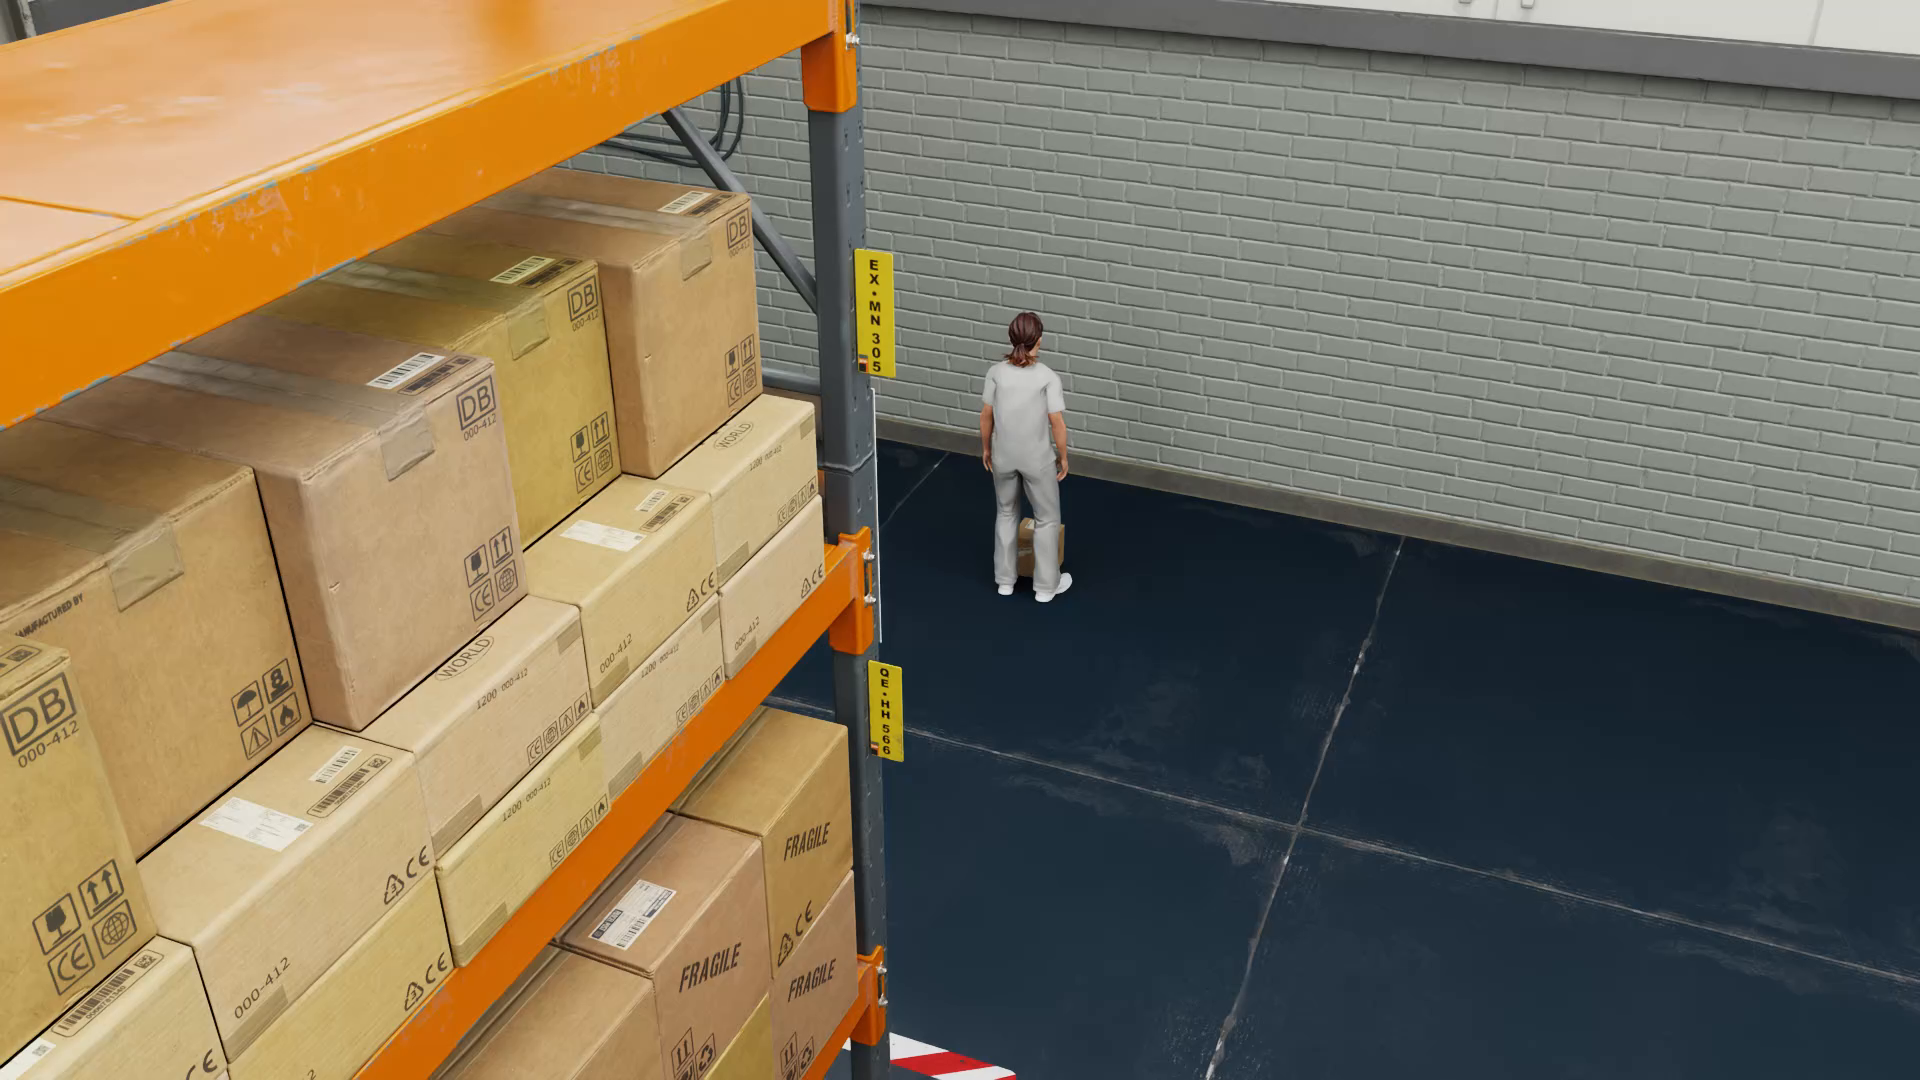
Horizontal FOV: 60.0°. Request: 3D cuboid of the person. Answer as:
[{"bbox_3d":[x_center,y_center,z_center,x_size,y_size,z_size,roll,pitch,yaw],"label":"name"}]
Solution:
[{"bbox_3d":[0.363,-0.450,9.182,0.514,1.672,0.357,10,31,16],"label":"person"}]
